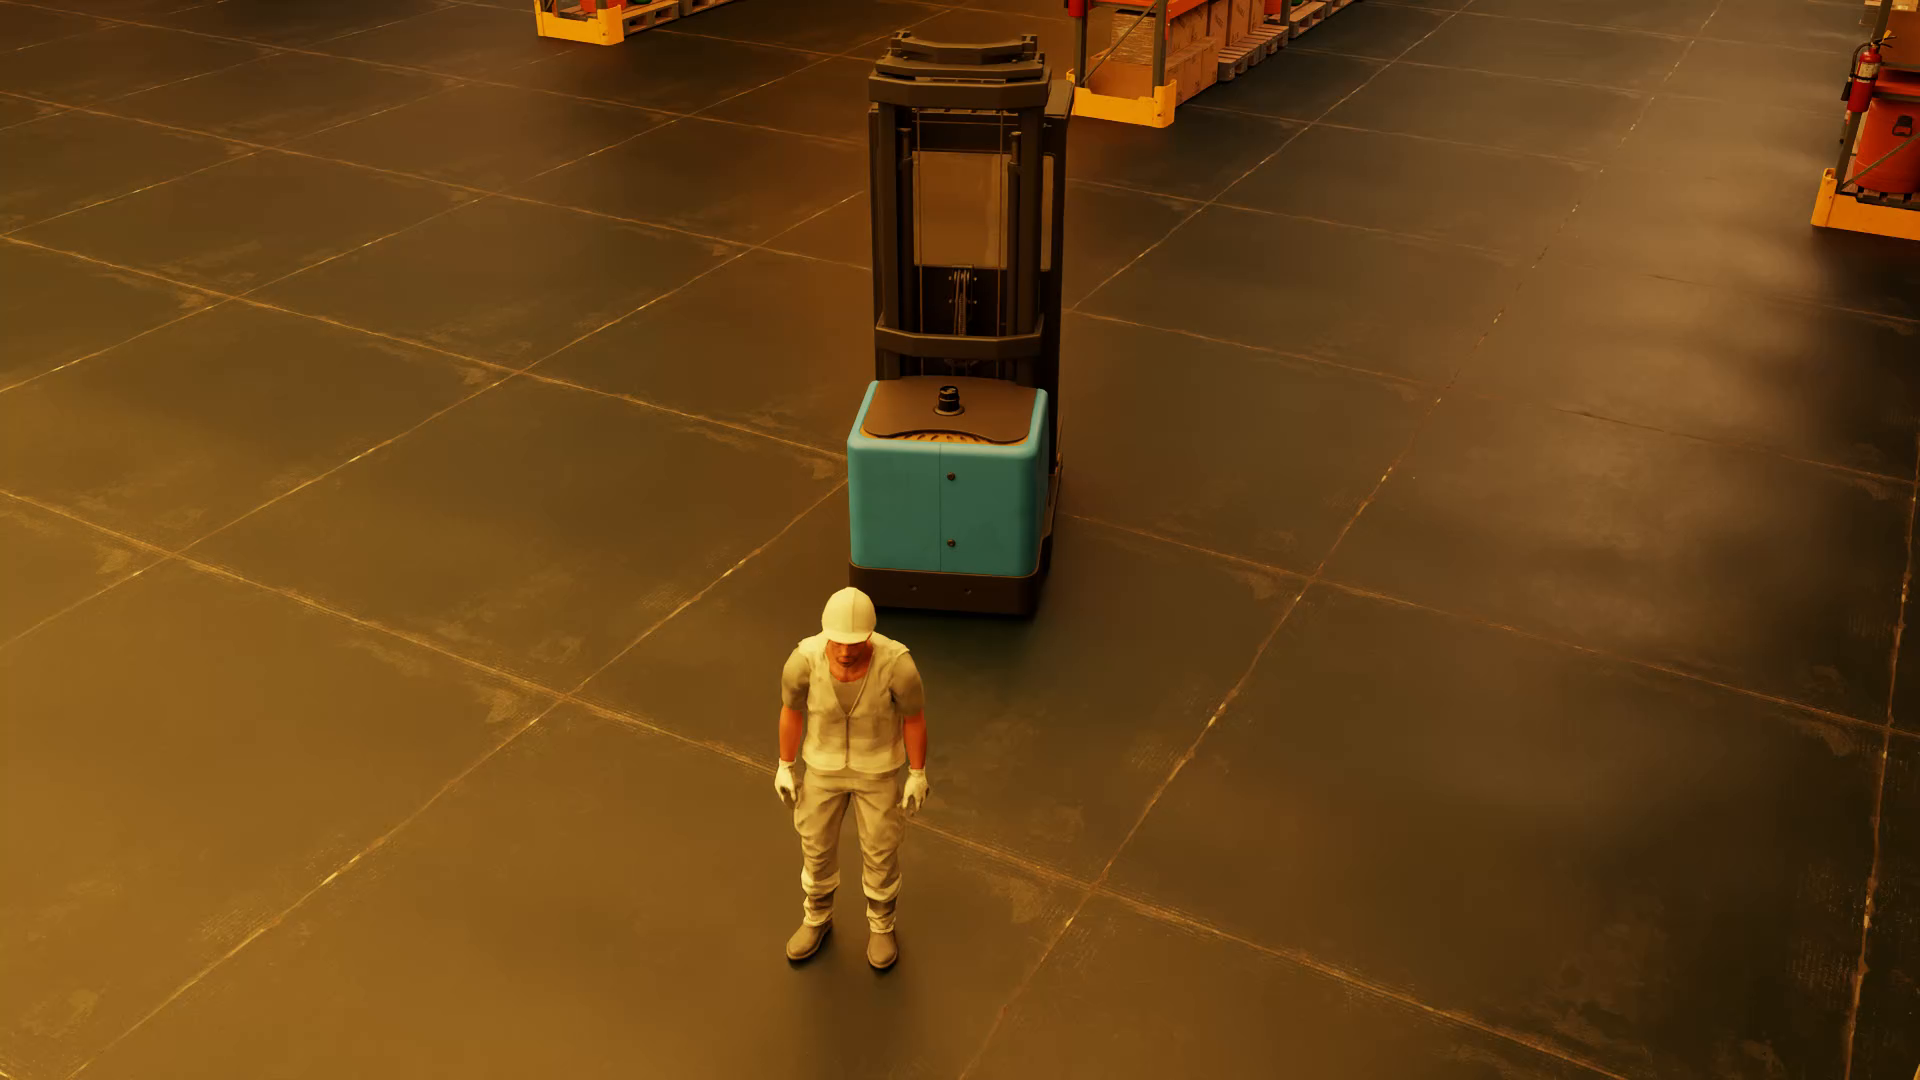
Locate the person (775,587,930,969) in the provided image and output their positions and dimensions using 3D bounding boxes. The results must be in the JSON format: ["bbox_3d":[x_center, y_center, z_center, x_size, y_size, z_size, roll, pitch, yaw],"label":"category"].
[{"bbox_3d":[-0.428,0.932,6.611,0.619,1.779,0.449,3,30,5],"label":"person"}]

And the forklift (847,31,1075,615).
[{"bbox_3d":[0.072,-1.572,9.794,1.130,2.935,3.031,3,30,6],"label":"forklift"}]
